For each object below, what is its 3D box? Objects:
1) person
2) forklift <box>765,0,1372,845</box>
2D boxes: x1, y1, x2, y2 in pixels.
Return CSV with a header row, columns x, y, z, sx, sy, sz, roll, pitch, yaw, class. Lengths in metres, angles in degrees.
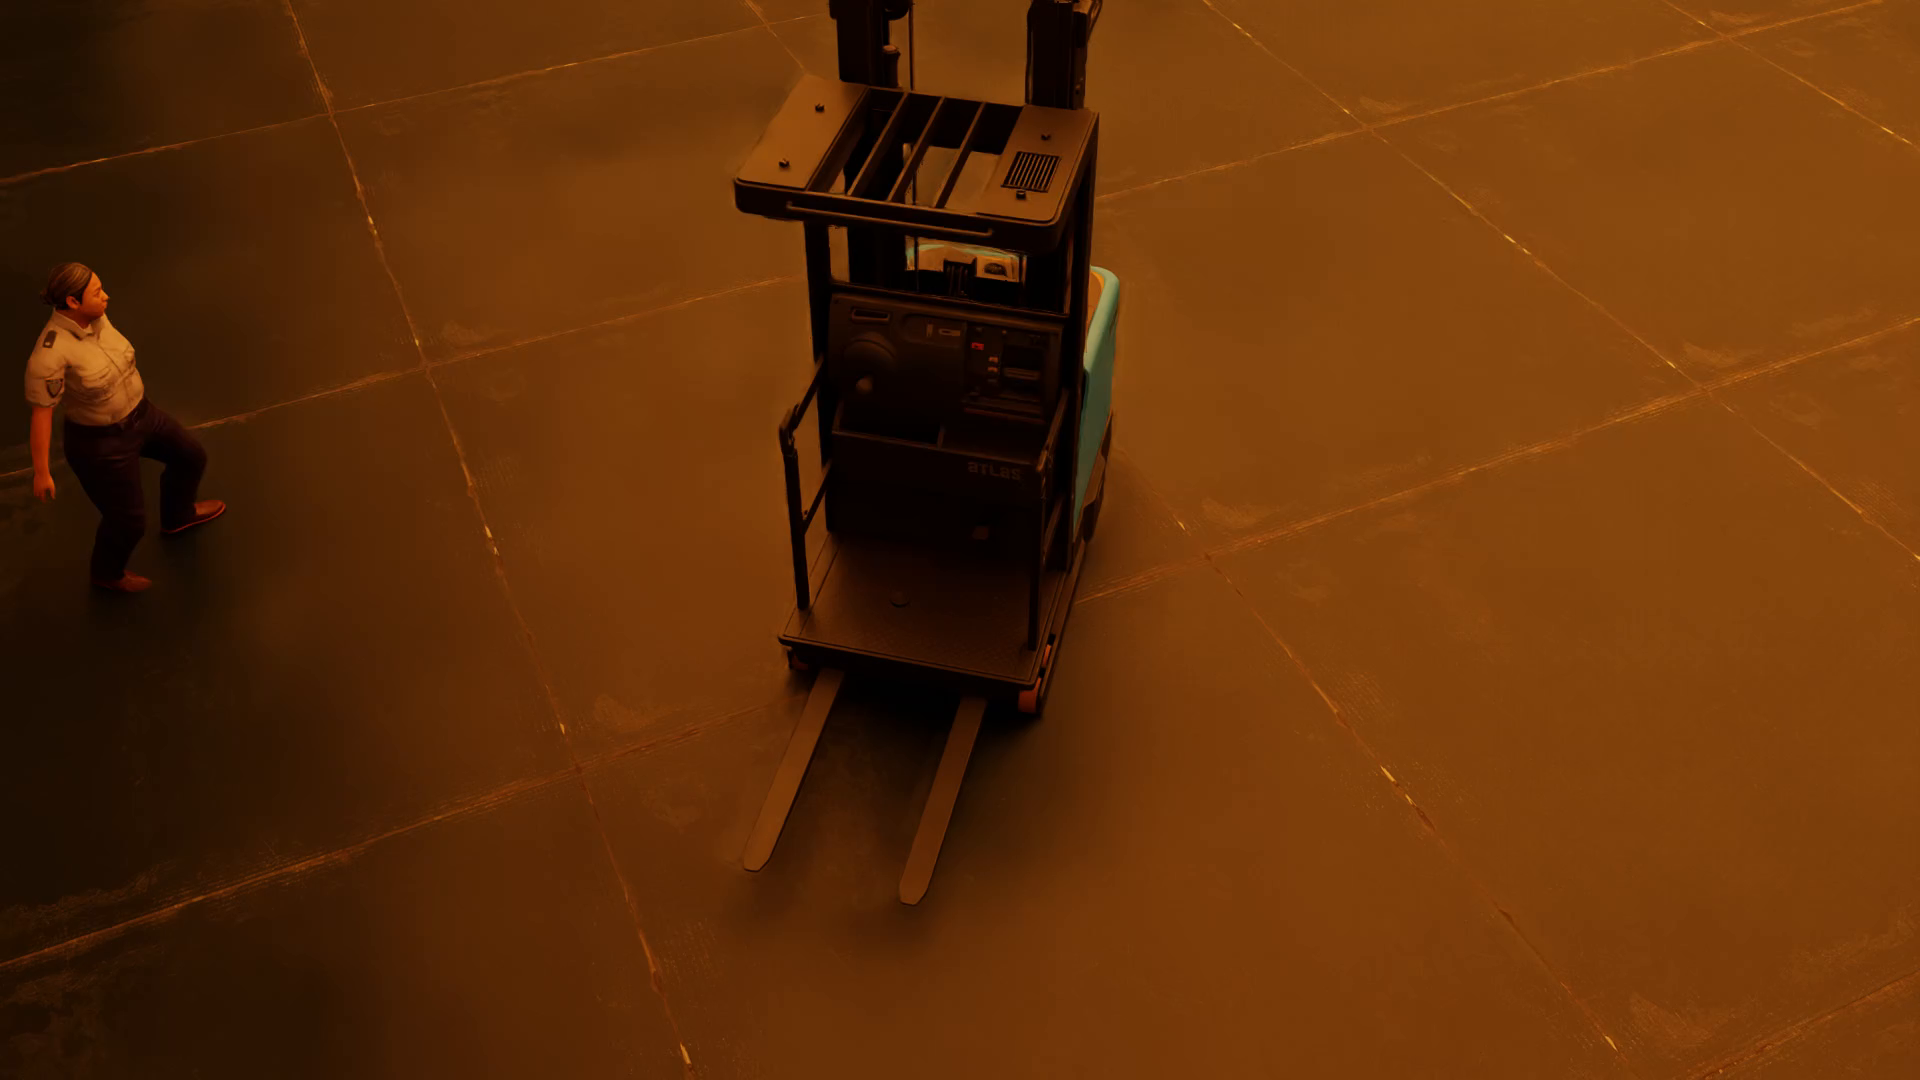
x,y,z,sx,sy,sz,roll,pitch,yaw,class
-3.781,-0.492,7.167,0.400,1.627,0.710,-1,43,-1,person
0.430,-0.709,6.440,1.130,2.935,3.031,-28,50,-27,forklift
